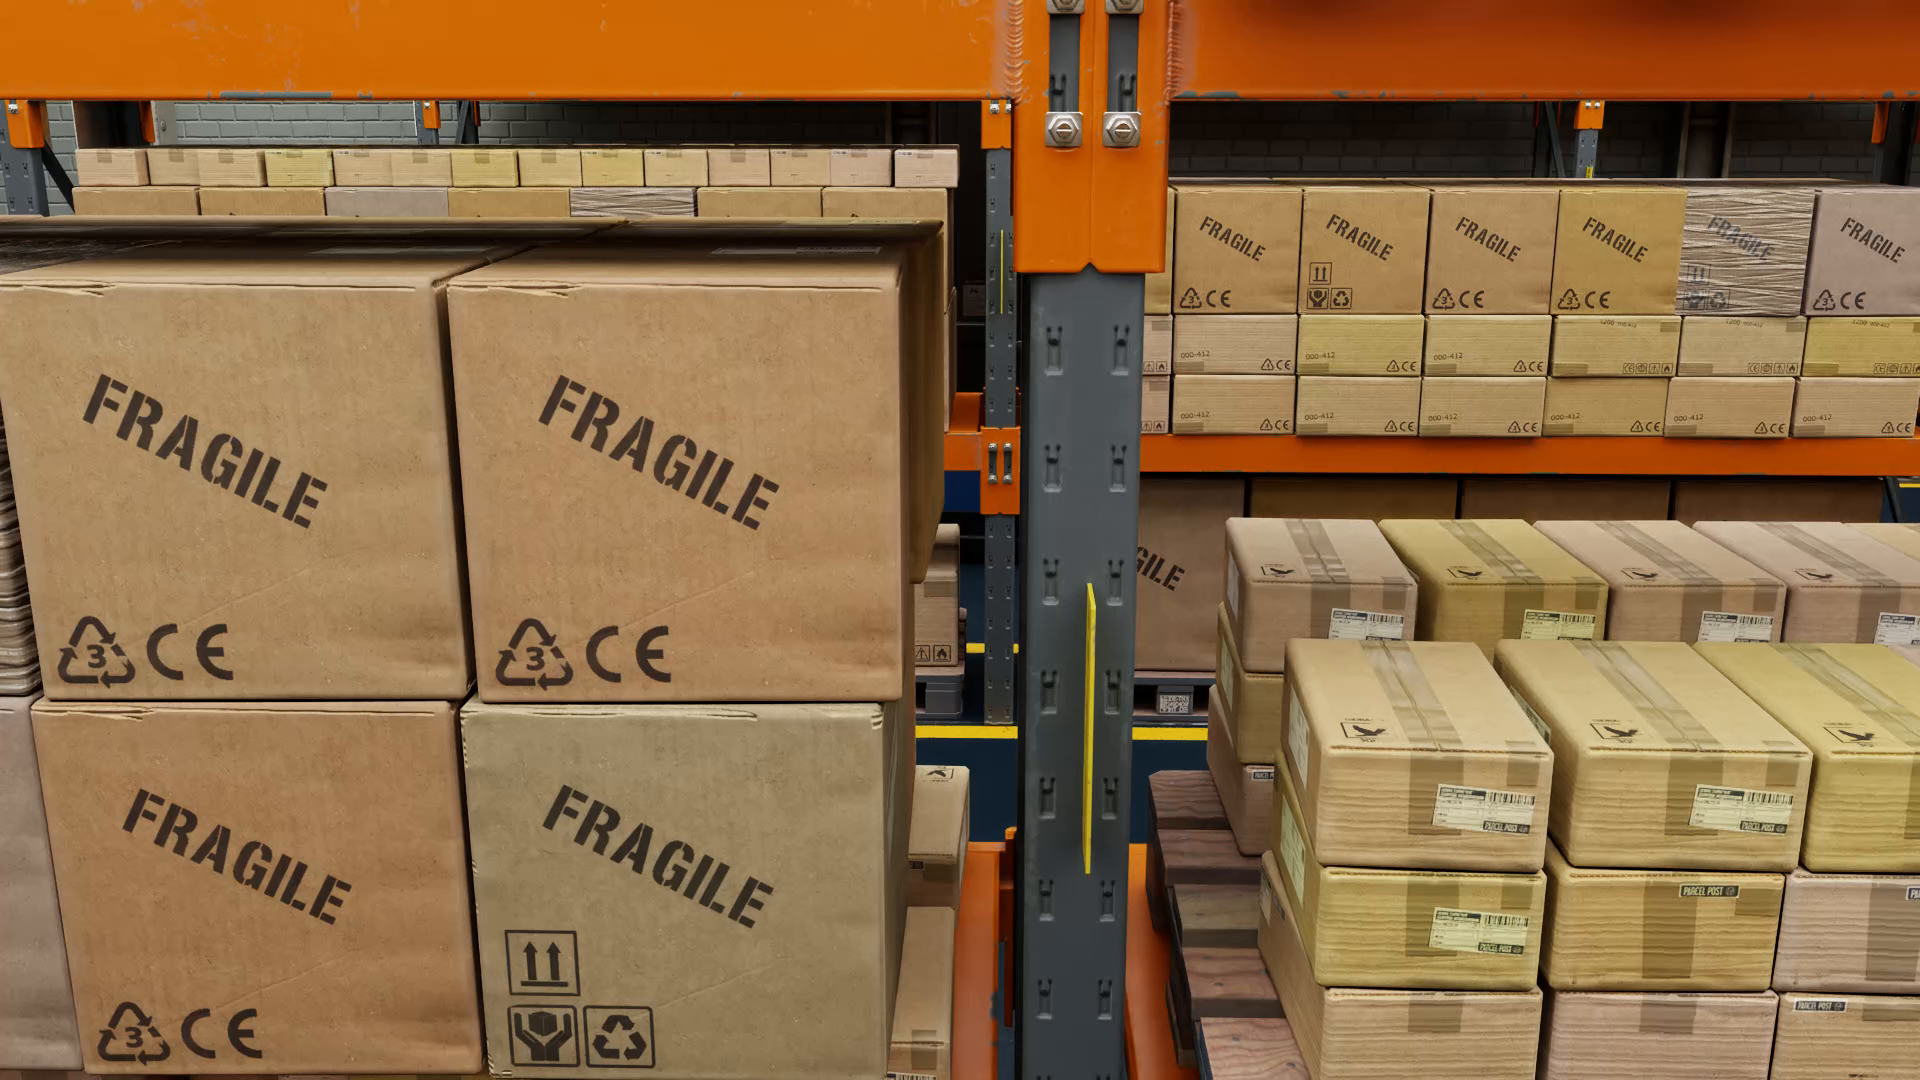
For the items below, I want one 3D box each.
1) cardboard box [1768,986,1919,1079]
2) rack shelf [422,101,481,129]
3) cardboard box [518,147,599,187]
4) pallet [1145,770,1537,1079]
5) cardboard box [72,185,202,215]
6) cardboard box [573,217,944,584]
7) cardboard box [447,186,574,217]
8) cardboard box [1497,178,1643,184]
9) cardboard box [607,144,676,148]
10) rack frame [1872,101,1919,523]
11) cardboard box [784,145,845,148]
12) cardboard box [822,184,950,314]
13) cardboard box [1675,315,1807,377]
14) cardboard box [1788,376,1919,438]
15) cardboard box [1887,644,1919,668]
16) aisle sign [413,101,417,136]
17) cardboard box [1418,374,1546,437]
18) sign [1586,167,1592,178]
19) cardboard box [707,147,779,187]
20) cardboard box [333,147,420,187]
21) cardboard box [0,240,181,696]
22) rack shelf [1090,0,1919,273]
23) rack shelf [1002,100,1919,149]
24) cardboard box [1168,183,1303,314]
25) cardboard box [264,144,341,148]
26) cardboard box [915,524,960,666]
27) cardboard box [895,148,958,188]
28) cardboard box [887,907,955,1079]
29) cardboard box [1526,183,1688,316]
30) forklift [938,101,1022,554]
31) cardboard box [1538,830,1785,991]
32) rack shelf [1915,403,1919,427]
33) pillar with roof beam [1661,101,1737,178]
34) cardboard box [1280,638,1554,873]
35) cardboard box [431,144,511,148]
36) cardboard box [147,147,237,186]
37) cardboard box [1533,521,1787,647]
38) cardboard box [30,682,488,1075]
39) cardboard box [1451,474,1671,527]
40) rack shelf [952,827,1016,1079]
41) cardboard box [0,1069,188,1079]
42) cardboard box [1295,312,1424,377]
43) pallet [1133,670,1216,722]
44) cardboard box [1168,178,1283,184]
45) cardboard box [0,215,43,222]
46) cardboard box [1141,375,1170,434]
[{"bbox_3d":[1.065,0.540,2.082,0.250,0.149,0.380,0,15,2],"label":"cardboard box"},{"bbox_3d":[-1.695,-3.145,11.912,4.000,0.370,1.077,0,15,1],"label":"rack shelf"},{"bbox_3d":[-1.657,-1.553,6.917,0.250,0.149,0.380,0,15,1],"label":"cardboard box"},{"bbox_3d":[0.916,0.634,2.434,1.213,0.211,1.003,0,15,1],"label":"pallet"},{"bbox_3d":[-3.345,-1.246,7.027,0.500,0.500,0.500,0,15,0],"label":"cardboard box"},{"bbox_3d":[-0.289,-0.242,2.637,0.500,0.500,0.500,1,15,3],"label":"cardboard box"},{"bbox_3d":[-1.815,-1.240,7.004,0.500,0.500,0.500,0,15,2],"label":"cardboard box"},{"bbox_3d":[2.680,-1.343,7.396,0.500,0.500,0.500,1,15,3],"label":"cardboard box"},{"bbox_3d":[-1.406,-1.673,7.374,0.250,0.149,0.380,0,15,1],"label":"cardboard box"},{"bbox_3d":[4.180,-0.738,7.257,0.127,3.000,1.000,0,15,1],"label":"rack frame"},{"bbox_3d":[-0.641,-1.666,7.348,0.250,0.149,0.380,0,15,1],"label":"cardboard box"},{"bbox_3d":[-0.298,-1.228,6.960,0.500,0.500,0.500,0,15,1],"label":"cardboard box"},{"bbox_3d":[3.176,-0.848,6.988,0.500,0.250,0.500,0,15,0],"label":"cardboard box"},{"bbox_3d":[3.668,-0.602,7.038,0.500,0.250,0.500,0,15,-1],"label":"cardboard box"},{"bbox_3d":[1.322,0.254,1.998,0.250,0.149,0.380,0,15,1],"label":"cardboard box"},{"bbox_3d":[-3.770,-3.238,11.639,0.004,0.787,0.394,0,15,1],"label":"aisle sign"},{"bbox_3d":[2.143,-0.605,7.048,0.500,0.250,0.500,0,15,1],"label":"cardboard box"},{"bbox_3d":[4.298,-2.387,11.393,0.005,0.325,0.100,0,15,1],"label":"sign"},{"bbox_3d":[-0.898,-1.561,6.949,0.250,0.149,0.380,0,15,1],"label":"cardboard box"},{"bbox_3d":[-2.422,-1.563,6.956,0.250,0.149,0.380,1,15,2],"label":"cardboard box"},{"bbox_3d":[-1.349,-0.120,2.174,0.500,0.500,0.500,1,15,3],"label":"cardboard box"},{"bbox_3d":[2.155,-0.590,2.228,4.000,0.370,1.077,0,15,1],"label":"rack shelf"},{"bbox_3d":[2.180,-1.853,7.015,4.000,0.370,1.077,0,15,1],"label":"rack shelf"},{"bbox_3d":[1.123,-1.223,6.941,0.500,0.500,0.500,0,15,1],"label":"cardboard box"},{"bbox_3d":[-2.939,-1.708,7.508,0.250,0.149,0.380,0,15,1],"label":"cardboard box"},{"bbox_3d":[-0.444,0.240,7.748,0.875,0.438,0.875,0,15,1],"label":"cardboard box"},{"bbox_3d":[-0.135,-1.530,6.833,0.250,0.149,0.380,0,15,0],"label":"cardboard box"},{"bbox_3d":[-0.136,0.678,2.381,0.250,0.149,0.380,0,15,1],"label":"cardboard box"},{"bbox_3d":[2.647,-1.213,6.900,0.500,0.500,0.500,0,15,1],"label":"cardboard box"},{"bbox_3d":[0.622,-1.402,9.907,3.031,2.935,1.130,1,15,5],"label":"forklift"},{"bbox_3d":[0.797,0.395,2.050,0.250,0.149,0.380,0,15,0],"label":"cardboard box"},{"bbox_3d":[6.179,-0.377,7.299,4.000,0.370,1.077,0,15,1],"label":"rack shelf"},{"bbox_3d":[5.519,-4.028,7.967,0.400,9.000,9.100,0,15,1],"label":"pillar with roof beam"},{"bbox_3d":[0.538,0.250,2.017,0.250,0.149,0.380,1,15,4],"label":"cardboard box"},{"bbox_3d":[-2.177,-1.690,7.438,0.250,0.149,0.380,1,15,3],"label":"cardboard box"},{"bbox_3d":[-3.206,-1.579,7.017,0.250,0.149,0.380,1,15,3],"label":"cardboard box"},{"bbox_3d":[1.089,0.086,2.636,0.250,0.149,0.380,0,15,0],"label":"cardboard box"},{"bbox_3d":[-0.854,0.372,2.271,0.500,0.500,0.500,0,15,0],"label":"cardboard box"},{"bbox_3d":[2.600,0.054,7.598,0.875,0.875,0.875,1,15,2],"label":"cardboard box"},{"bbox_3d":[-1.844,0.834,2.710,4.000,0.370,1.077,0,15,1],"label":"rack shelf"},{"bbox_3d":[-1.191,0.685,2.355,0.250,0.149,0.380,0,15,-1],"label":"cardboard box"},{"bbox_3d":[1.639,-0.852,7.004,0.500,0.250,0.500,1,15,2],"label":"cardboard box"},{"bbox_3d":[0.954,0.570,7.765,1.213,0.211,1.003,0,15,1],"label":"pallet"},{"bbox_3d":[1.152,-1.355,7.441,0.500,0.500,0.500,1,15,3],"label":"cardboard box"},{"bbox_3d":[-1.824,-0.256,2.692,0.500,0.500,0.500,0,15,-1],"label":"cardboard box"},{"bbox_3d":[0.614,-0.621,7.109,0.500,0.250,0.500,0,15,0],"label":"cardboard box"}]
